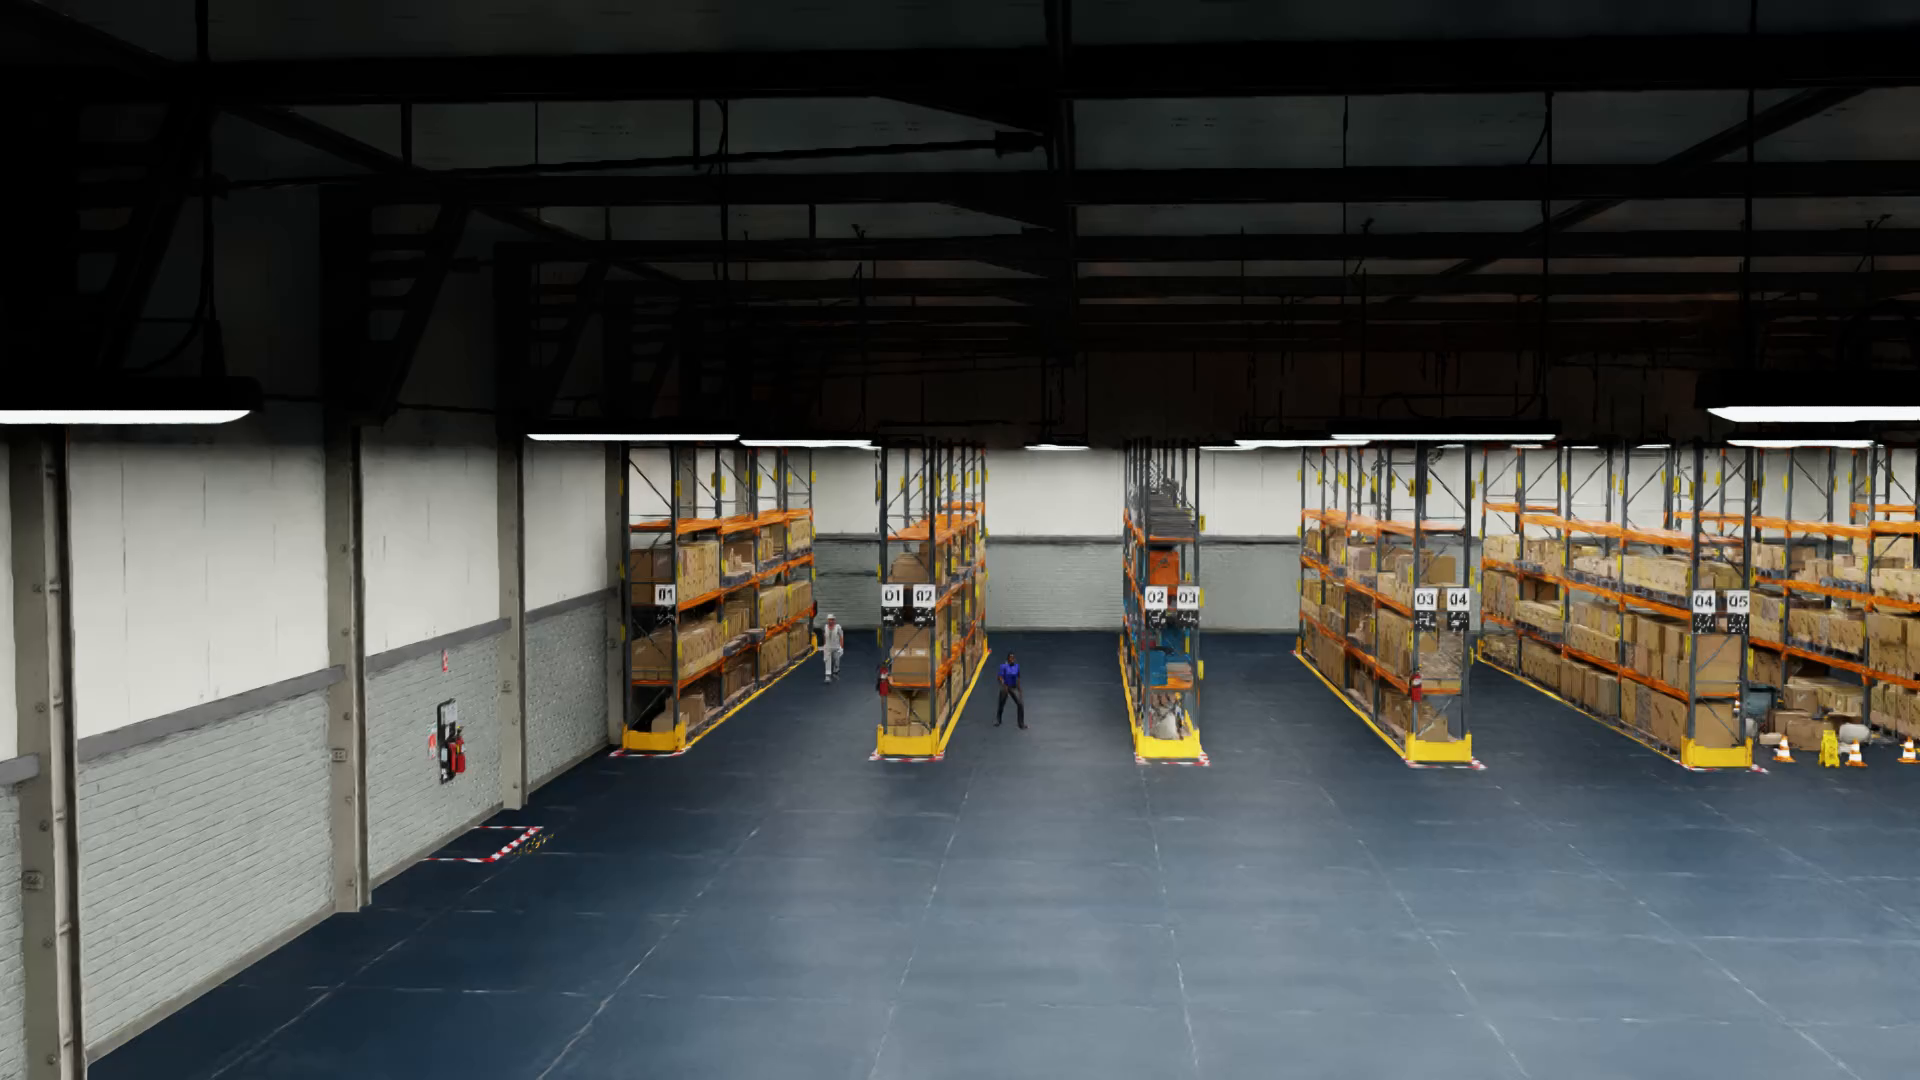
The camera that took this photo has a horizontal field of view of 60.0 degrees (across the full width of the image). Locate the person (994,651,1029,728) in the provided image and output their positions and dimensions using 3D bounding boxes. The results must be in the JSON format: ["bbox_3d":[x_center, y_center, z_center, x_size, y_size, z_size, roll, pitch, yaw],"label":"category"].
[{"bbox_3d":[1.035,3.085,34.407,0.608,1.574,0.812,-1,3,-14],"label":"person"}]

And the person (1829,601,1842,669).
[{"bbox_3d":[22.968,2.494,43.857,0.572,1.767,0.738,1,3,11],"label":"person"}]

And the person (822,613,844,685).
[{"bbox_3d":[-3.139,2.666,40.915,0.567,1.736,1.044,0,3,3],"label":"person"}]
